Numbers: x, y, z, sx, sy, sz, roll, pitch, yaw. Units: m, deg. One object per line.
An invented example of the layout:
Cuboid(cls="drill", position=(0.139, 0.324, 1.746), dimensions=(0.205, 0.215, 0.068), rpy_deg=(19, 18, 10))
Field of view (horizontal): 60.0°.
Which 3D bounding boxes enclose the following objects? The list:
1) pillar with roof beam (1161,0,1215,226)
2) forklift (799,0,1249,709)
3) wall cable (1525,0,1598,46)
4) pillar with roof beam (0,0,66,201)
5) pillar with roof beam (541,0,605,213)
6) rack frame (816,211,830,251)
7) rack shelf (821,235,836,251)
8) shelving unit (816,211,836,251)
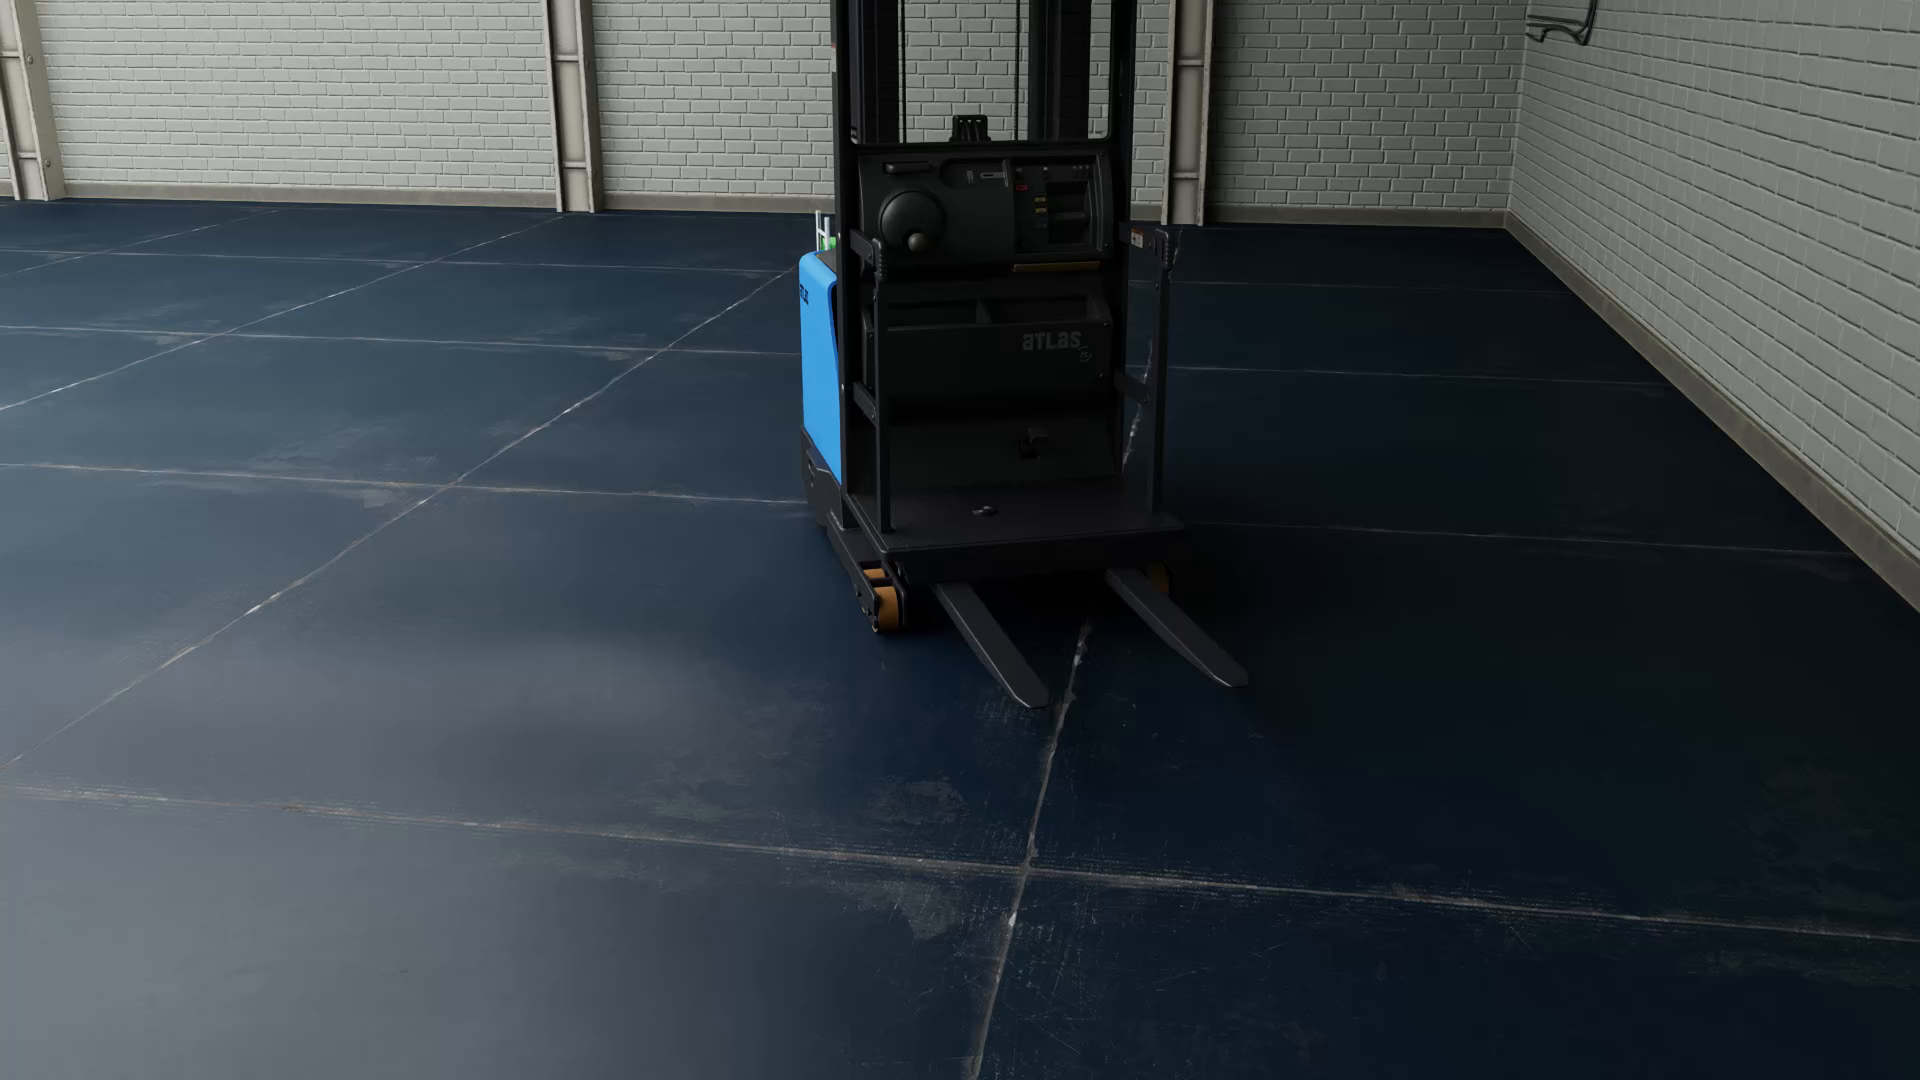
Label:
Cuboid(cls="pillar with roof beam", position=(1.436, -5.932, 10.350), dimensions=(0.400, 9.000, 9.100), rpy_deg=(3, 19, 9))
Cuboid(cls="forklift", position=(0.152, -1.198, 5.763), dimensions=(1.130, 2.935, 3.031), rpy_deg=(-5, 19, -13))
Cuboid(cls="wall cable", position=(4.818, -5.245, 13.192), dimensions=(0.112, 2.526, 3.097), rpy_deg=(3, 19, 9))
Cuboid(cls="pillar with roof beam", position=(-10.412, -6.536, 12.155), dimensions=(0.400, 9.000, 9.100), rpy_deg=(3, 19, 9))
Cuboid(cls="pillar with roof beam", position=(-4.488, -6.234, 11.252), dimensions=(0.400, 9.000, 9.100), rpy_deg=(3, 19, 9))
Cuboid(cls="rack frame", position=(-0.603, -0.861, 7.484), dimensions=(0.015, 1.200, 0.240), rpy_deg=(-5, 19, -14))
Cuboid(cls="rack shelf", position=(-0.367, -1.275, 7.411), dimensions=(0.480, 0.148, 0.258), rpy_deg=(-5, 19, -14))
Cuboid(cls="shelving unit", position=(-0.367, -0.880, 7.543), dimensions=(0.503, 1.200, 0.258), rpy_deg=(-5, 19, -14))
